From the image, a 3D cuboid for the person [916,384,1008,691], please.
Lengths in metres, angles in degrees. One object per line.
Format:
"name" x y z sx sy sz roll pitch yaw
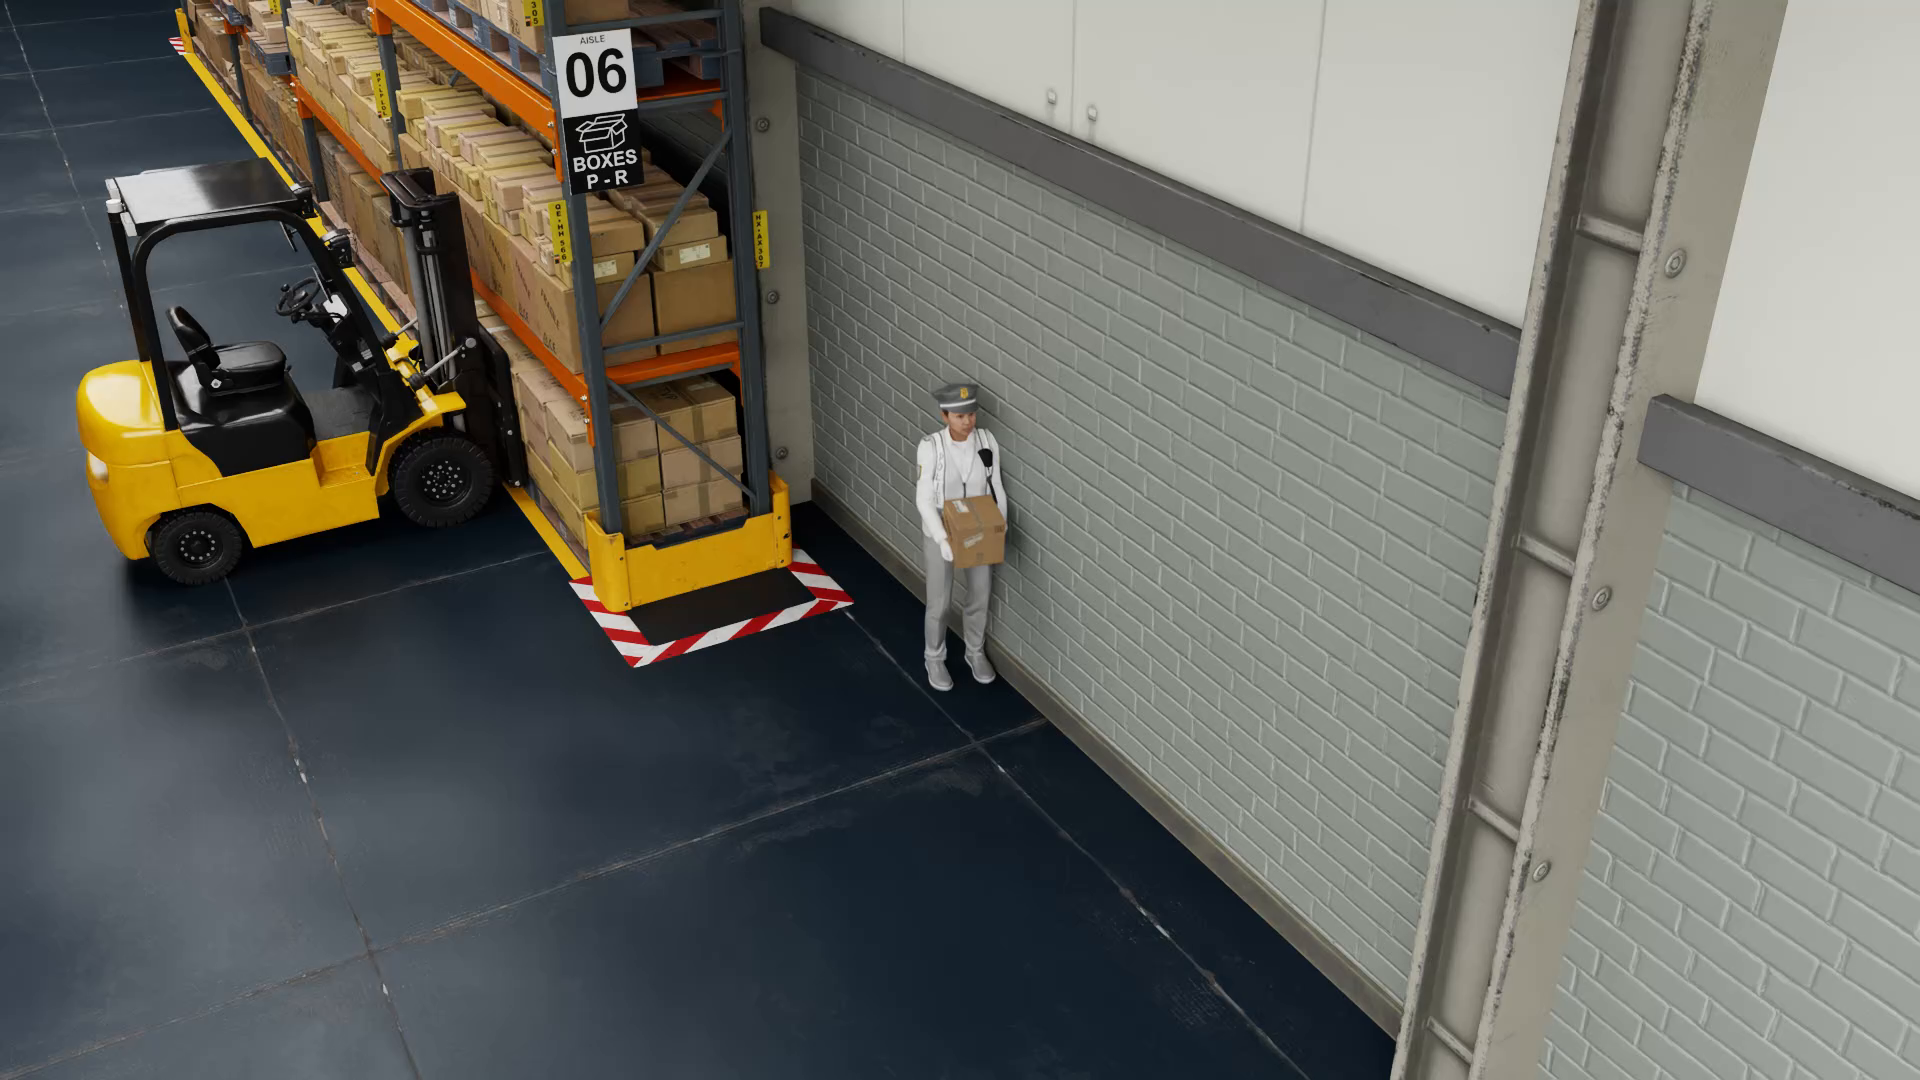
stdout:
"person" 0.011 0.010 8.515 0.458 1.689 0.547 -8 30 -14
